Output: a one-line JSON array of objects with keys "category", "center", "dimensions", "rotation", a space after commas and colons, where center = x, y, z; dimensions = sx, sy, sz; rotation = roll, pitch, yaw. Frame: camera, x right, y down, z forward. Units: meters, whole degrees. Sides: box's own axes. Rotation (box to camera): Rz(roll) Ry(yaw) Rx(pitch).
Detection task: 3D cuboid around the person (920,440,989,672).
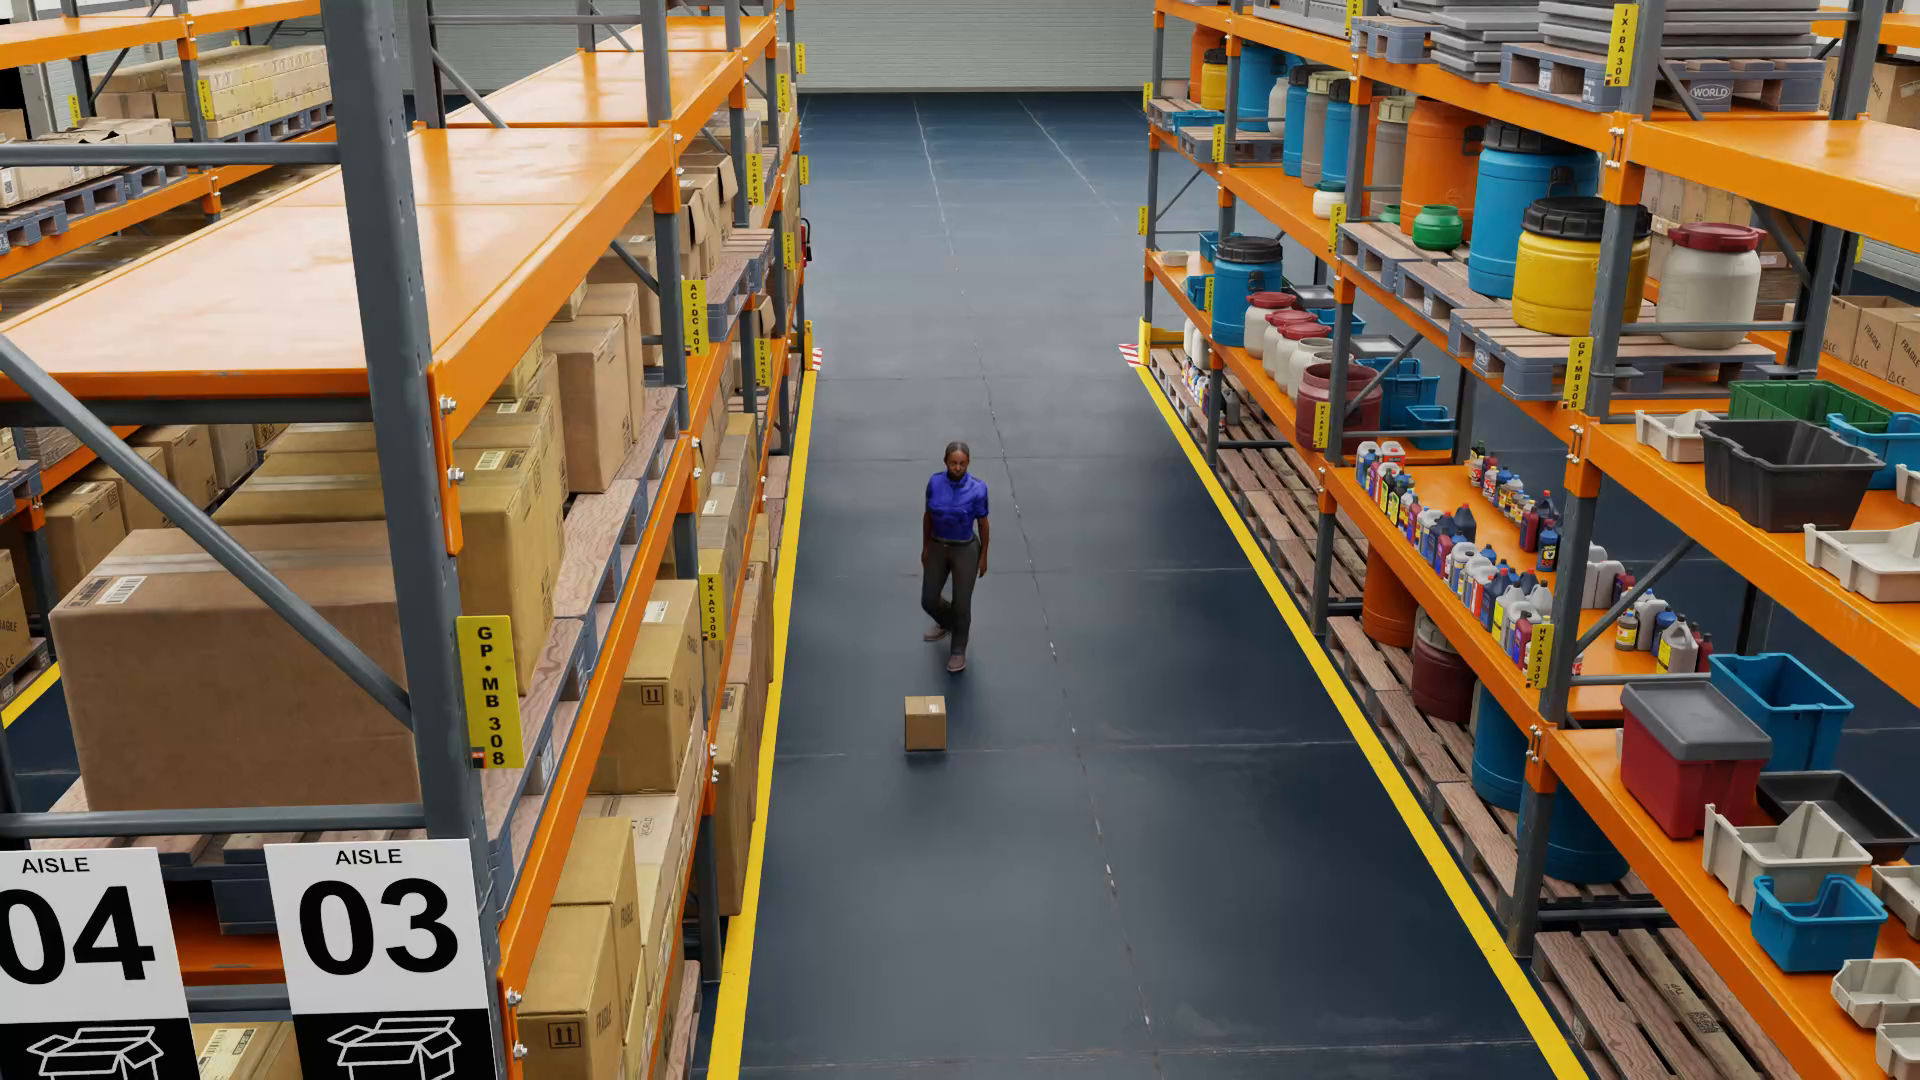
[{"category": "person", "center": [-0.036, 0.062, 11.421], "dimensions": [0.523, 1.650, 0.527], "rotation": [6, 21, 16]}]
